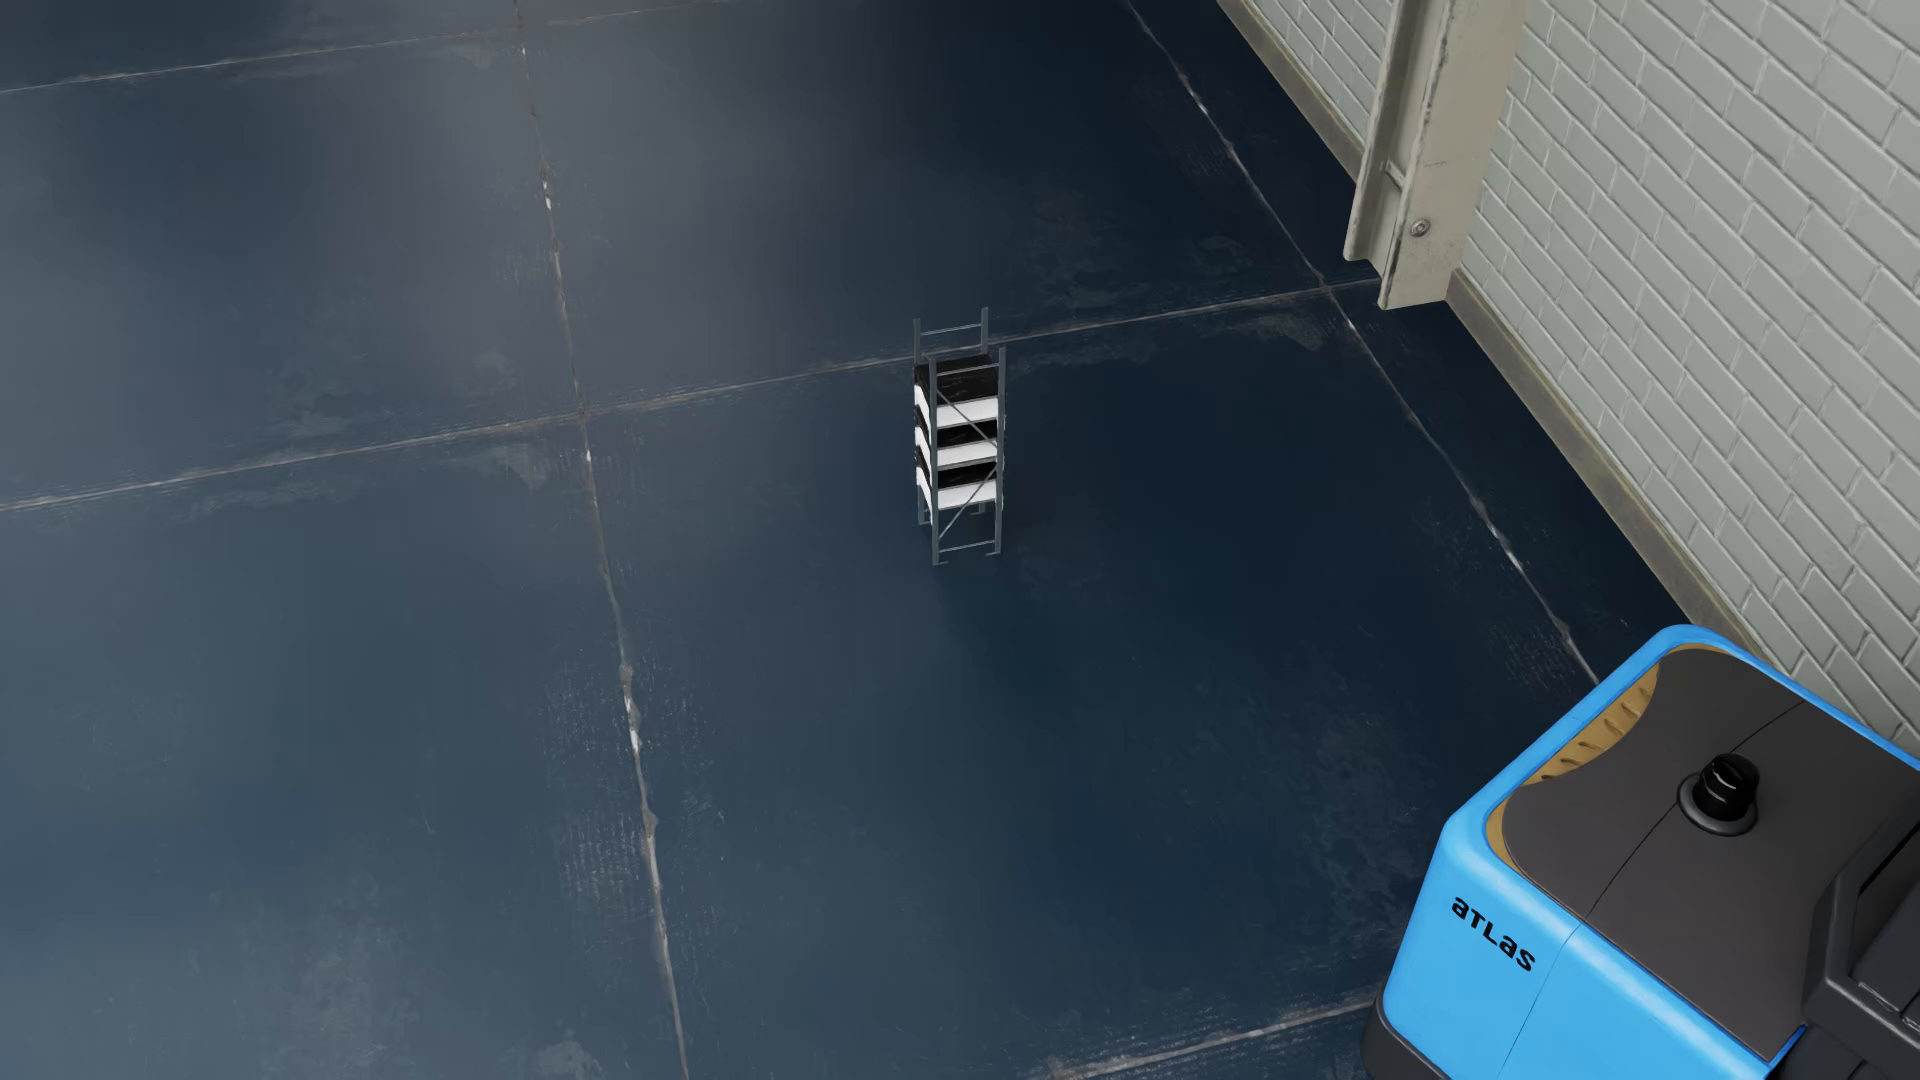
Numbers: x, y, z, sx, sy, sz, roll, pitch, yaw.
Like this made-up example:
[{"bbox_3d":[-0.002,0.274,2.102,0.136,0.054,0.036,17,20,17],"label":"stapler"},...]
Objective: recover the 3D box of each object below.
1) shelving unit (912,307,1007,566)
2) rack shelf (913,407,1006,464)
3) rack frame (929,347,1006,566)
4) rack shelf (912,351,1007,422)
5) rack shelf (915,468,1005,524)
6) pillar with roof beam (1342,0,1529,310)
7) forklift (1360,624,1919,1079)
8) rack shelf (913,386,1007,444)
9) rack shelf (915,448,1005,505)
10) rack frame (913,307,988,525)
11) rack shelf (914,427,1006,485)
[{"bbox_3d":[-0.002,-0.321,5.434,0.258,0.900,0.210,-11,47,-10],"label":"shelving unit"},{"bbox_3d":[-0.002,-0.360,5.394,0.258,0.077,0.200,-11,47,-10],"label":"rack shelf"},{"bbox_3d":[0.024,-0.250,5.365,0.240,0.900,0.006,-11,47,-10],"label":"rack frame"},{"bbox_3d":[-0.002,-0.486,5.265,0.258,0.077,0.200,-11,47,-10],"label":"rack shelf"},{"bbox_3d":[-0.002,-0.171,5.586,0.258,0.077,0.200,-11,47,-10],"label":"rack shelf"},{"bbox_3d":[-2.373,-3.446,2.827,9.100,9.000,0.400,-11,47,-10],"label":"pillar with roof beam"},{"bbox_3d":[2.391,0.925,2.791,1.130,2.935,3.031,-32,54,-27],"label":"forklift"},{"bbox_3d":[-0.002,-0.423,5.329,0.258,0.077,0.200,-11,47,-10],"label":"rack shelf"},{"bbox_3d":[-0.002,-0.234,5.522,0.258,0.077,0.200,-11,47,-10],"label":"rack shelf"},{"bbox_3d":[-0.028,-0.391,5.503,0.240,0.900,0.006,-11,47,-10],"label":"rack frame"},{"bbox_3d":[-0.002,-0.297,5.458,0.258,0.077,0.200,-11,47,-10],"label":"rack shelf"}]
